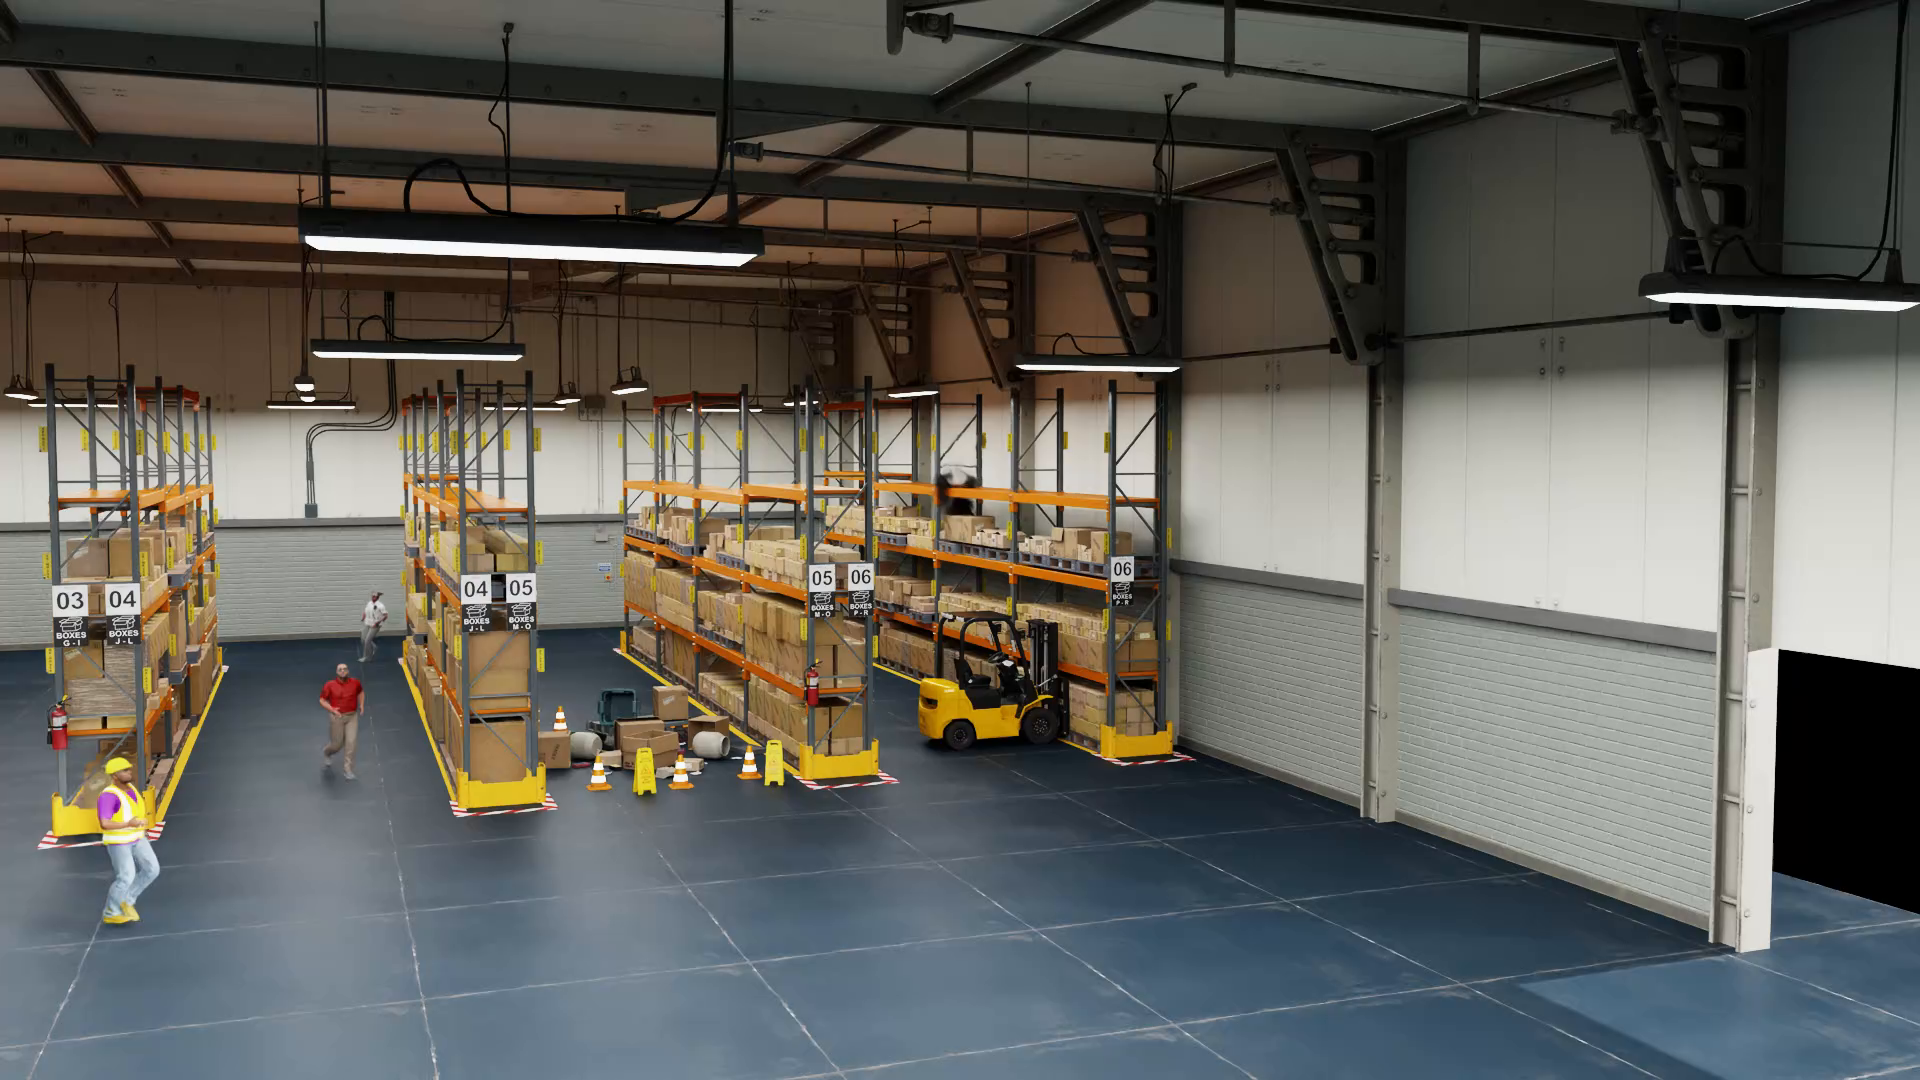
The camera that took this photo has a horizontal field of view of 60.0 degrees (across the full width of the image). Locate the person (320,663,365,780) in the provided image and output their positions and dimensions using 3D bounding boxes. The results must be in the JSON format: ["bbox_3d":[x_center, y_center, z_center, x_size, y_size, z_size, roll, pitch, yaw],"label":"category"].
[{"bbox_3d":[-9.277,2.702,25.009,0.670,1.727,0.844,-2,4,-34],"label":"person"}]

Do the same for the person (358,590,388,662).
[{"bbox_3d":[-13.400,1.966,38.096,0.651,1.659,0.565,1,4,23],"label":"person"}]

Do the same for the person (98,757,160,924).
[{"bbox_3d":[-8.597,3.119,17.229,0.626,1.750,0.680,0,3,8],"label":"person"}]
